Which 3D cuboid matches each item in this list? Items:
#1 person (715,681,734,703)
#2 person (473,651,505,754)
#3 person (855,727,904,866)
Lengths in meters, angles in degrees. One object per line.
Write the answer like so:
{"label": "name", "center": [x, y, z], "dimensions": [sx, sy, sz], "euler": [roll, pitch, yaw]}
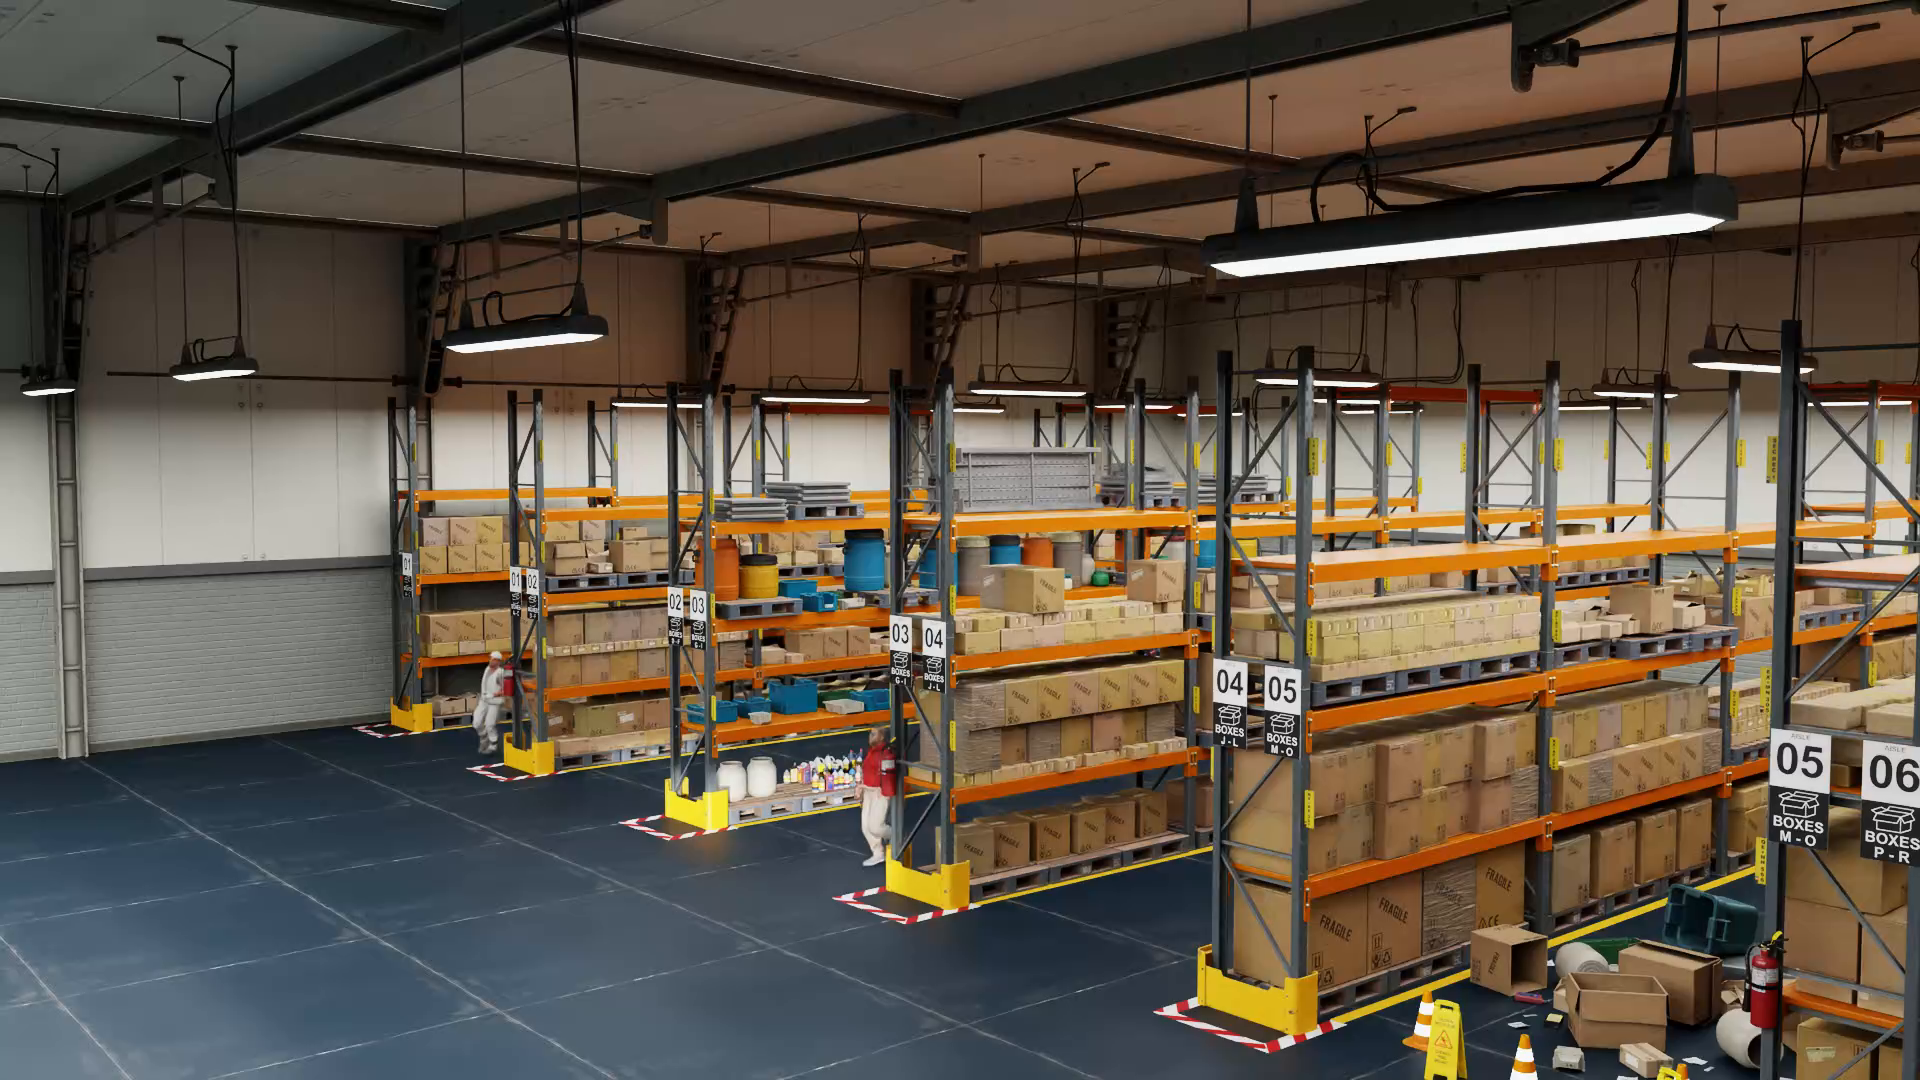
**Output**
{"label": "person", "center": [-4.350, 2.538, 30.777], "dimensions": [0.631, 1.647, 0.729], "euler": [2, 4, 36]}
{"label": "person", "center": [-7.719, 2.691, 27.371], "dimensions": [0.662, 1.743, 0.579], "euler": [2, 4, 24]}
{"label": "person", "center": [-0.982, 3.137, 20.422], "dimensions": [0.542, 1.697, 0.661], "euler": [-3, 4, -41]}
